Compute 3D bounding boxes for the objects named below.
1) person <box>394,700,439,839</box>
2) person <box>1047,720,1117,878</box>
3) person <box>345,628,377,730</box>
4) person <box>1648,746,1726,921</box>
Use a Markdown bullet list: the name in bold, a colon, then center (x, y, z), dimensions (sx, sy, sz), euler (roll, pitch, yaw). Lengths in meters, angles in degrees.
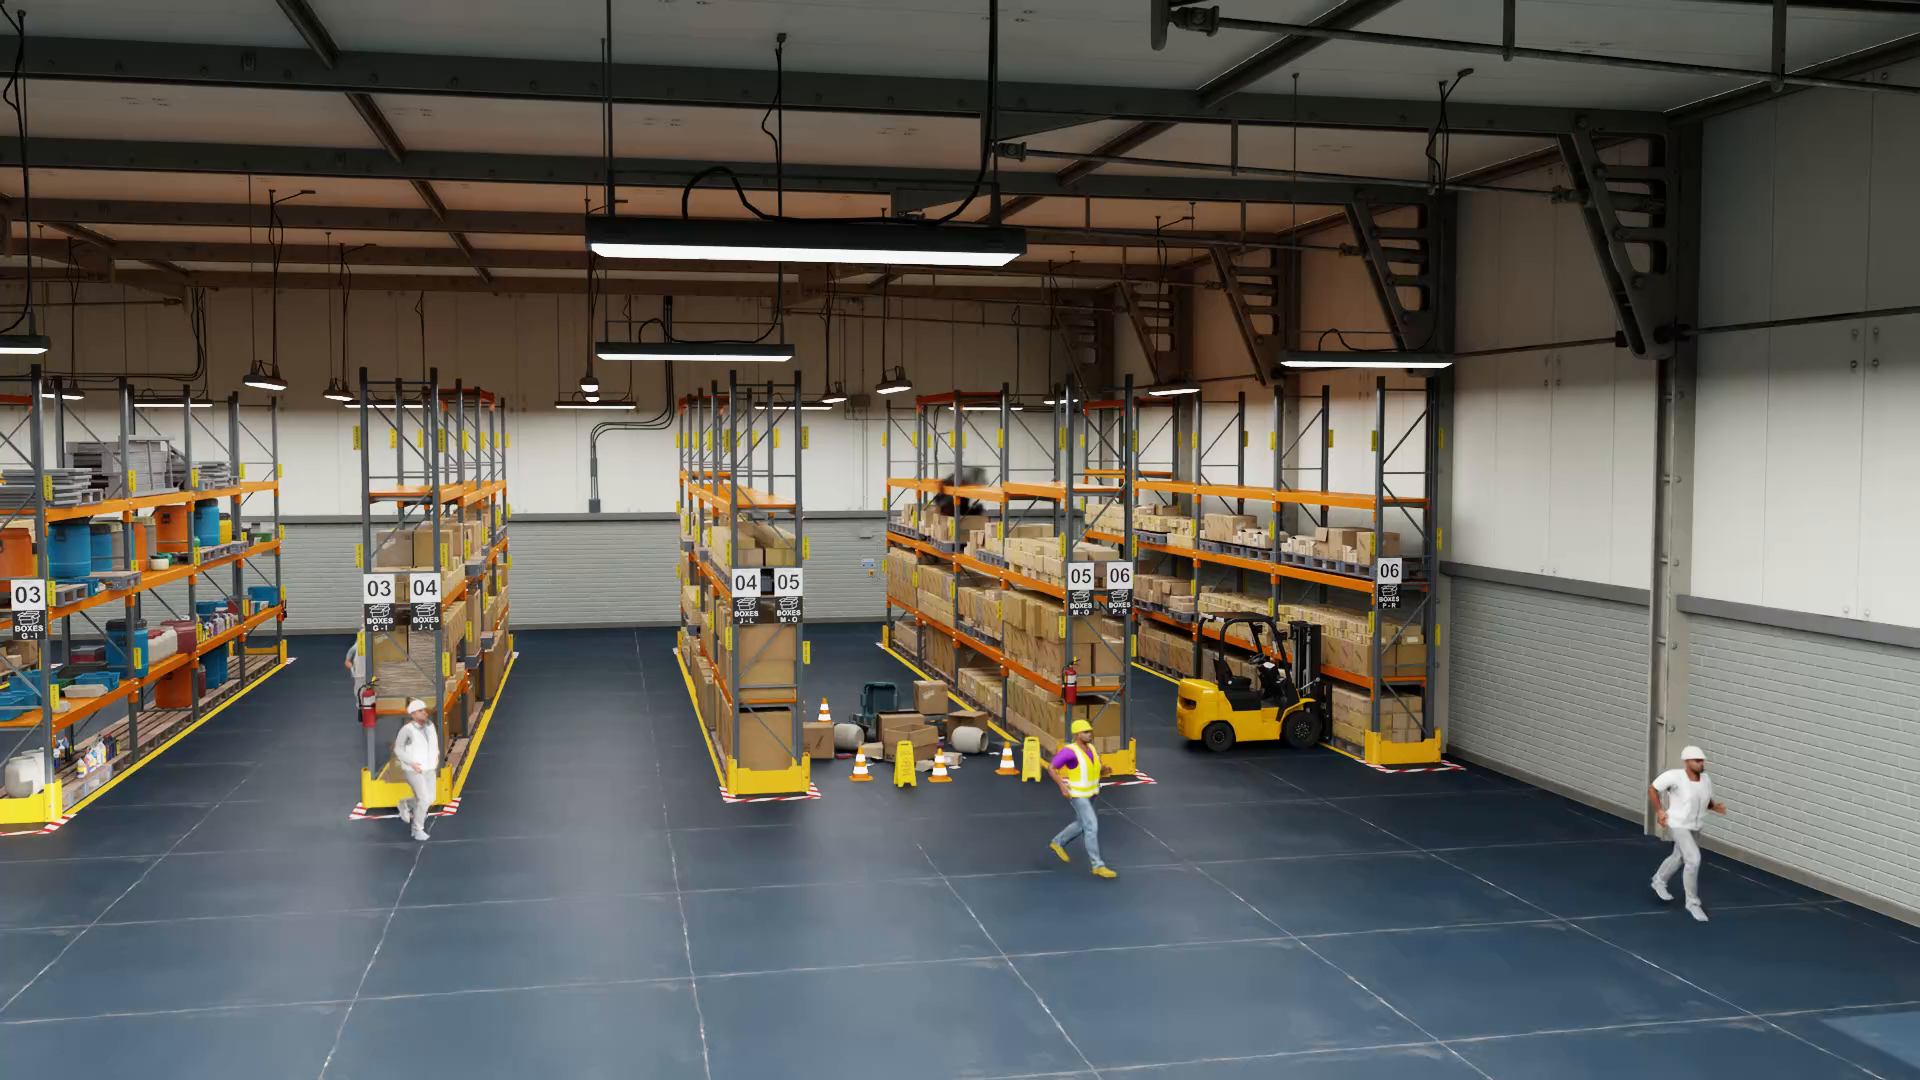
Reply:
- **person**: center (-6.907, 2.890, 21.084), dimensions (0.659, 1.758, 0.673), euler (2, 4, 31)
- **person**: center (1.419, 2.947, 19.205), dimensions (0.990, 1.750, 0.701), euler (3, 4, 37)
- **person**: center (-10.304, 2.392, 28.844), dimensions (0.667, 1.763, 0.860), euler (-1, 4, -22)
- **person**: center (7.715, 3.073, 17.707), dimensions (0.616, 1.807, 0.893), euler (-2, 4, -26)
